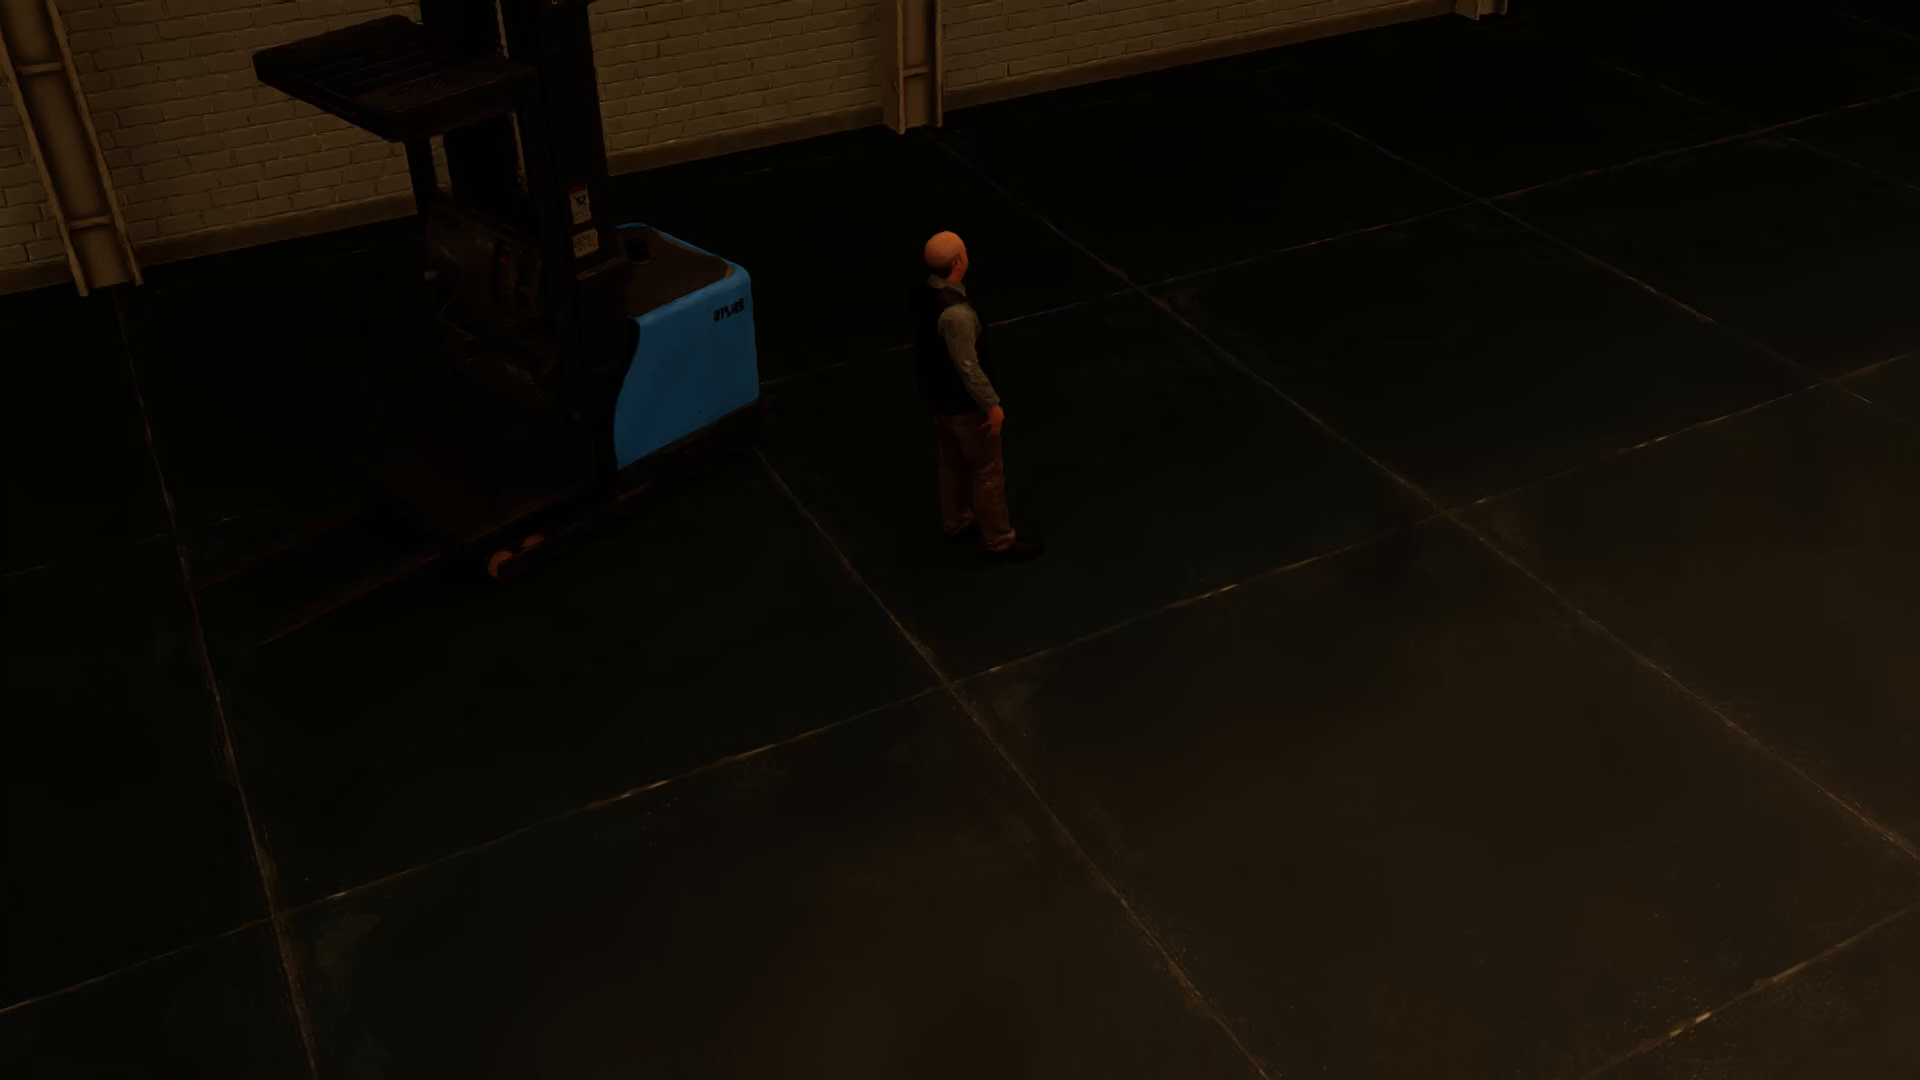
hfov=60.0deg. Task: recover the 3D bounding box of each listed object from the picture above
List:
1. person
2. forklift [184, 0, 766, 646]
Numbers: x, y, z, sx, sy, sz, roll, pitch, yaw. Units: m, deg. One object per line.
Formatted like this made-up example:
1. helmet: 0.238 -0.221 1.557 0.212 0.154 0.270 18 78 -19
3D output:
1. person: 0.059 -0.721 8.179 0.567 1.720 0.632 -17 39 -23
2. forklift: -2.458 -1.310 7.977 1.130 2.935 3.031 27 44 33
